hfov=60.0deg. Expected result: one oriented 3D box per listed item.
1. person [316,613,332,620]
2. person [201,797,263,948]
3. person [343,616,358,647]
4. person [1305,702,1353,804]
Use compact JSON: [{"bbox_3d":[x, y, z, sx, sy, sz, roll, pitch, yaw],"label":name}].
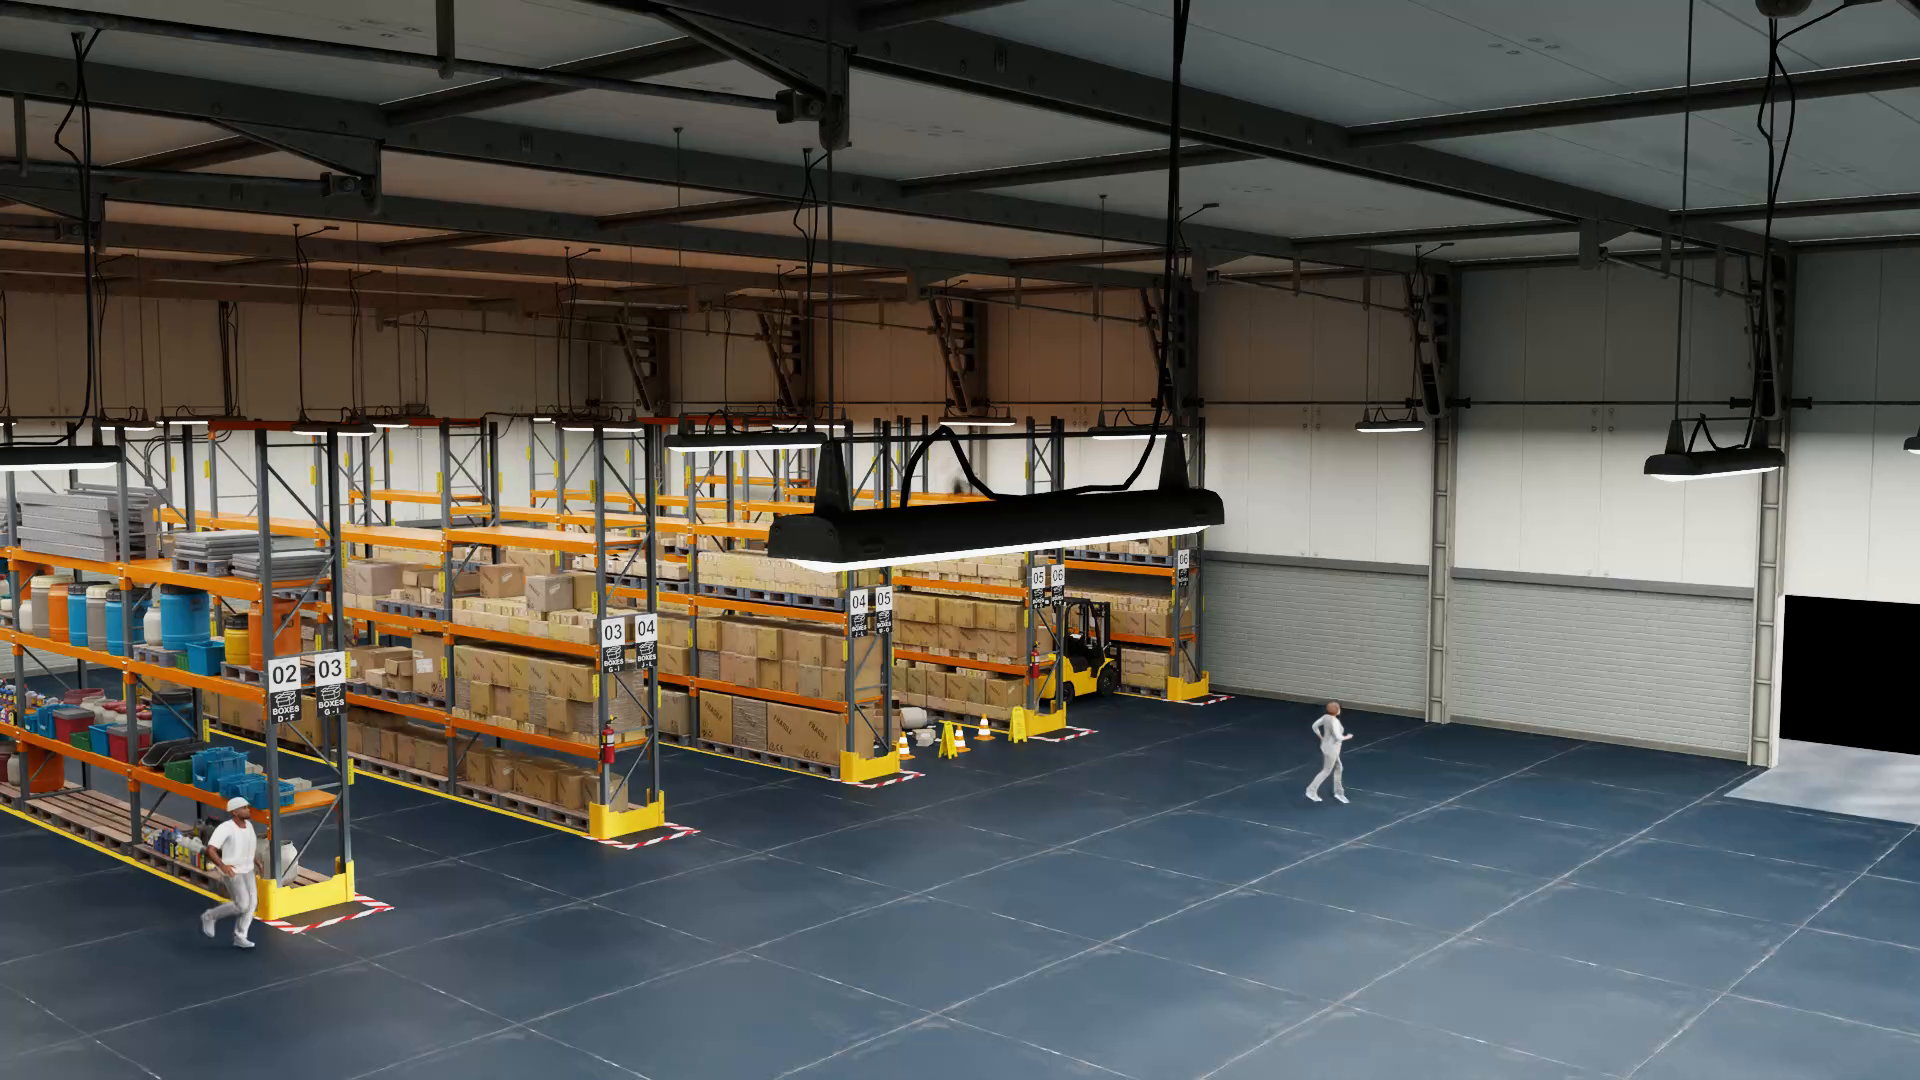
[{"bbox_3d":[-14.730,2.258,38.645,0.708,1.758,0.560,1,5,17],"label":"person"},{"bbox_3d":[-8.453,3.864,19.476,0.688,1.698,0.749,1,5,13],"label":"person"},{"bbox_3d":[-13.375,2.479,36.134,0.607,1.725,0.702,4,6,38],"label":"person"},{"bbox_3d":[5.793,3.352,26.116,0.755,1.645,0.550,0,5,-5],"label":"person"}]
